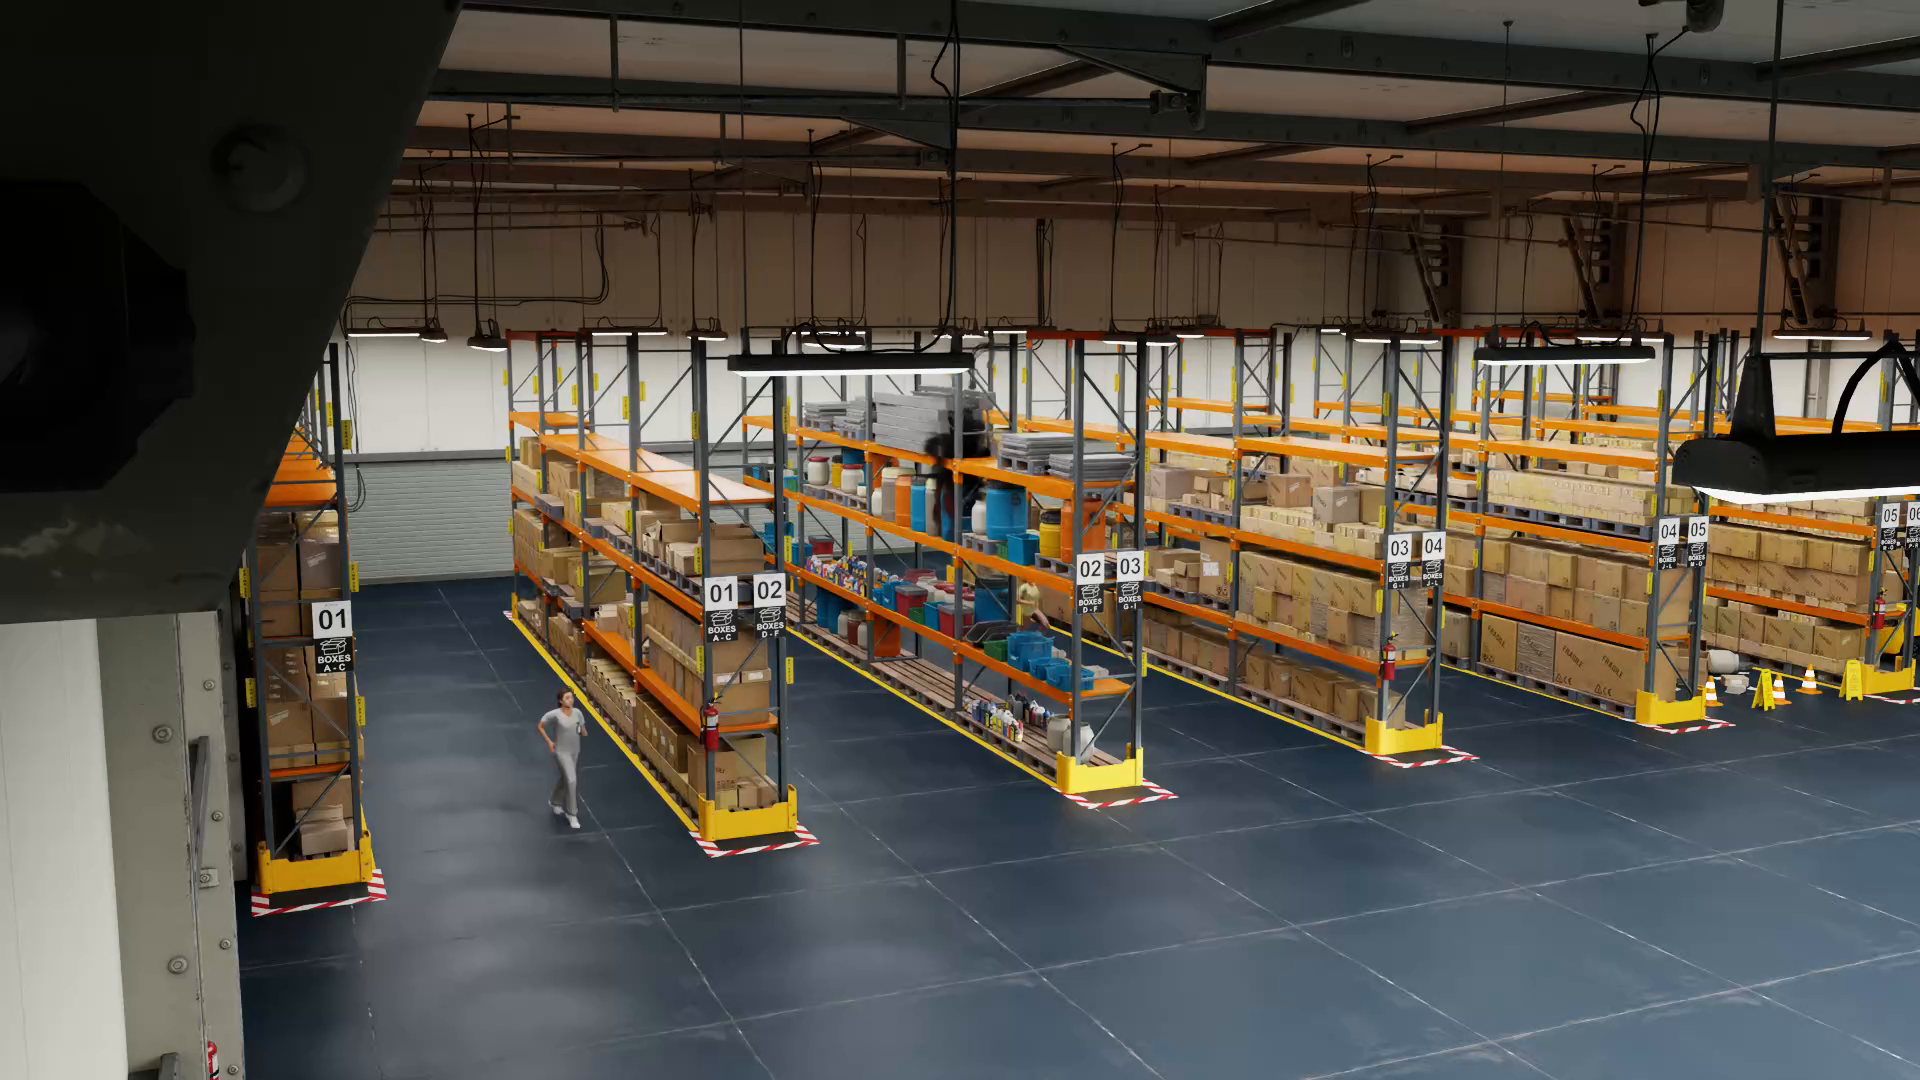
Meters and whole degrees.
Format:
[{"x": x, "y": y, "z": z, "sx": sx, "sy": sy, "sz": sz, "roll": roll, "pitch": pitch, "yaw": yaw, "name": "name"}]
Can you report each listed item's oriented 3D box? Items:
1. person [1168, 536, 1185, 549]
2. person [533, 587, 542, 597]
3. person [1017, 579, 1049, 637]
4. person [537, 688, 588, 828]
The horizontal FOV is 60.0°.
[{"x": 5.448, "y": -0.099, "z": 41.607, "sx": 0.700, "sy": 1.600, "sz": 0.607, "roll": 2, "pitch": 8, "yaw": 17, "name": "person"}, {"x": -8.931, "y": 0.584, "z": 36.067, "sx": 0.689, "sy": 1.725, "sz": 0.747, "roll": -1, "pitch": 8, "yaw": -6, "name": "person"}, {"x": 1.251, "y": 1.352, "z": 30.318, "sx": 0.561, "sy": 1.641, "sz": 0.855, "roll": -5, "pitch": 9, "yaw": -32, "name": "person"}, {"x": -4.931, "y": 2.692, "z": 20.772, "sx": 0.780, "sy": 1.729, "sz": 0.550, "roll": 6, "pitch": 10, "yaw": 39, "name": "person"}]
